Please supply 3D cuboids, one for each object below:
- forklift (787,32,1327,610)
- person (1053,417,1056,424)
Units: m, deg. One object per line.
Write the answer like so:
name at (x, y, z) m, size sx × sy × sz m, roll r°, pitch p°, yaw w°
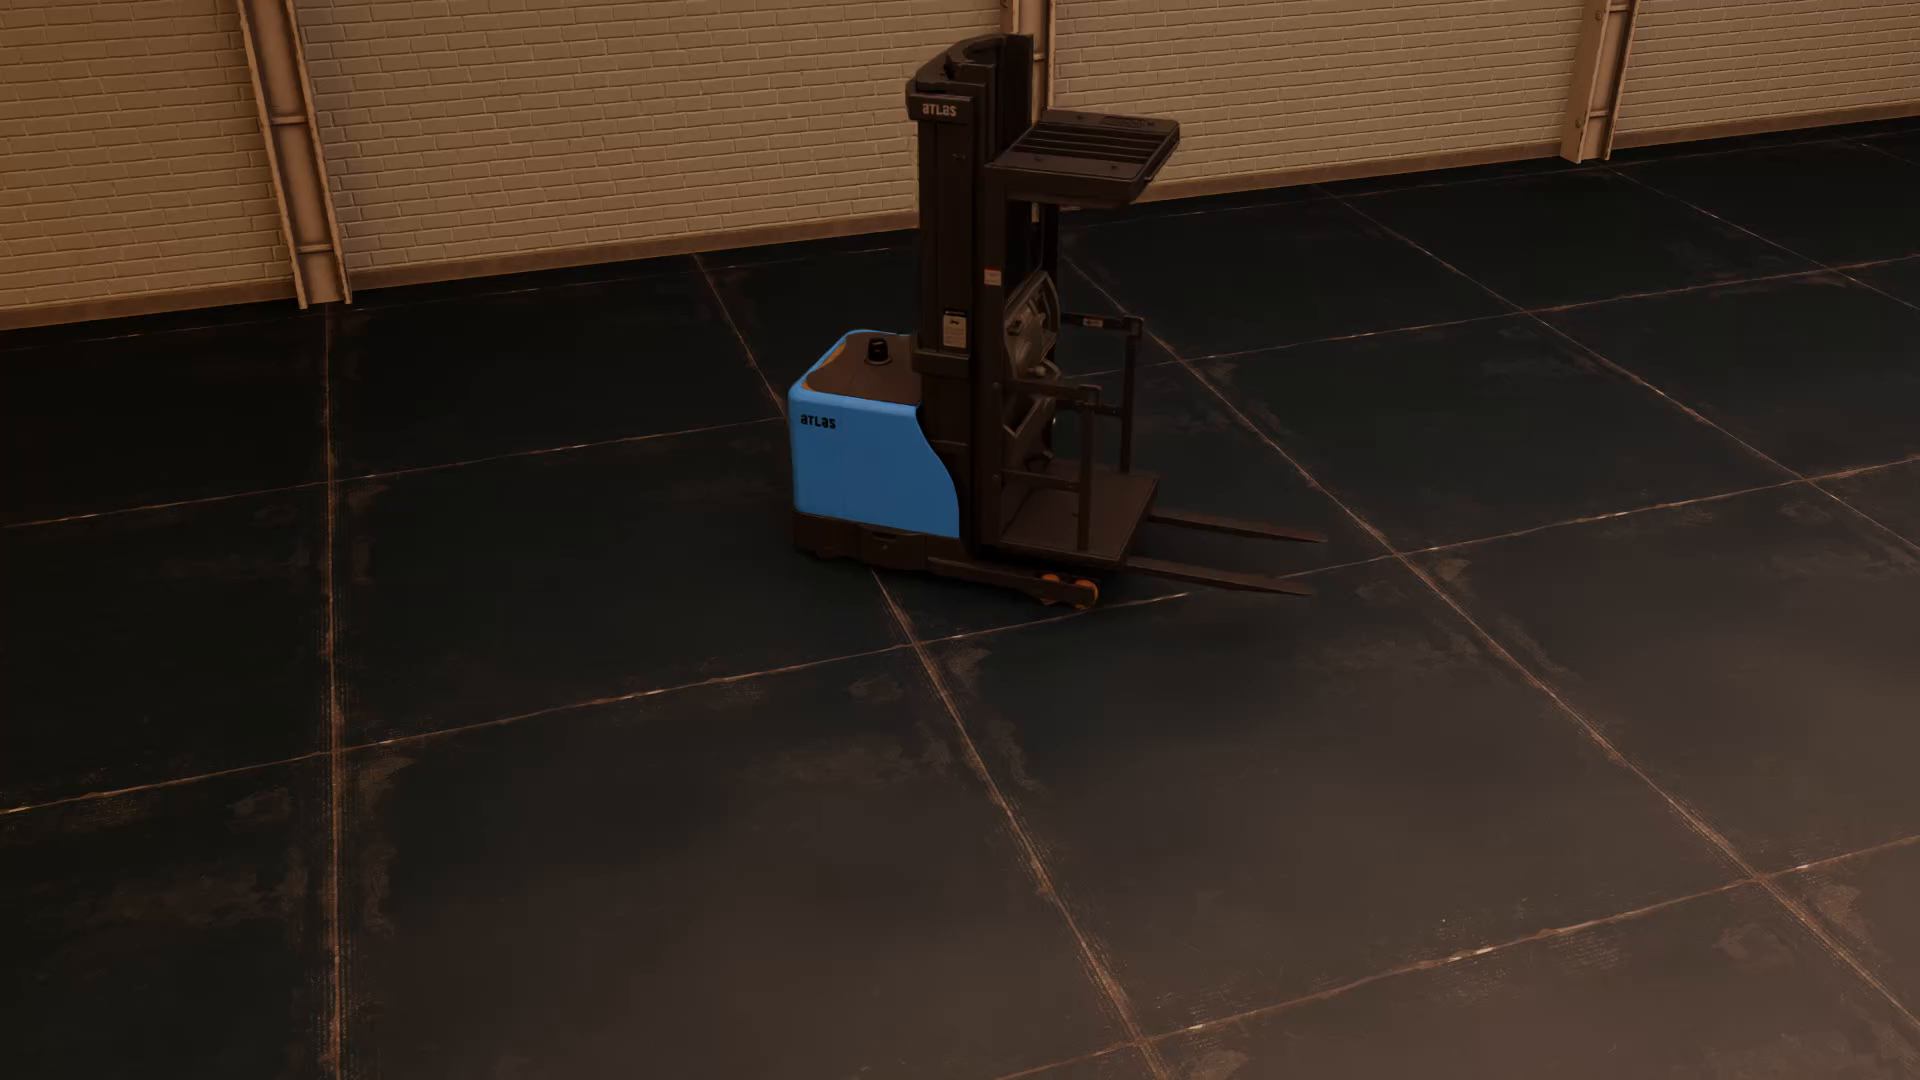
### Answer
forklift at (0.583, -1.178, 9.134) m, size 3.031 × 2.935 × 1.130 m, roll 9°, pitch 31°, yaw 16°
person at (0.208, -1.434, 11.204) m, size 0.877 × 1.363 × 1.112 m, roll -1°, pitch 30°, yaw -1°
